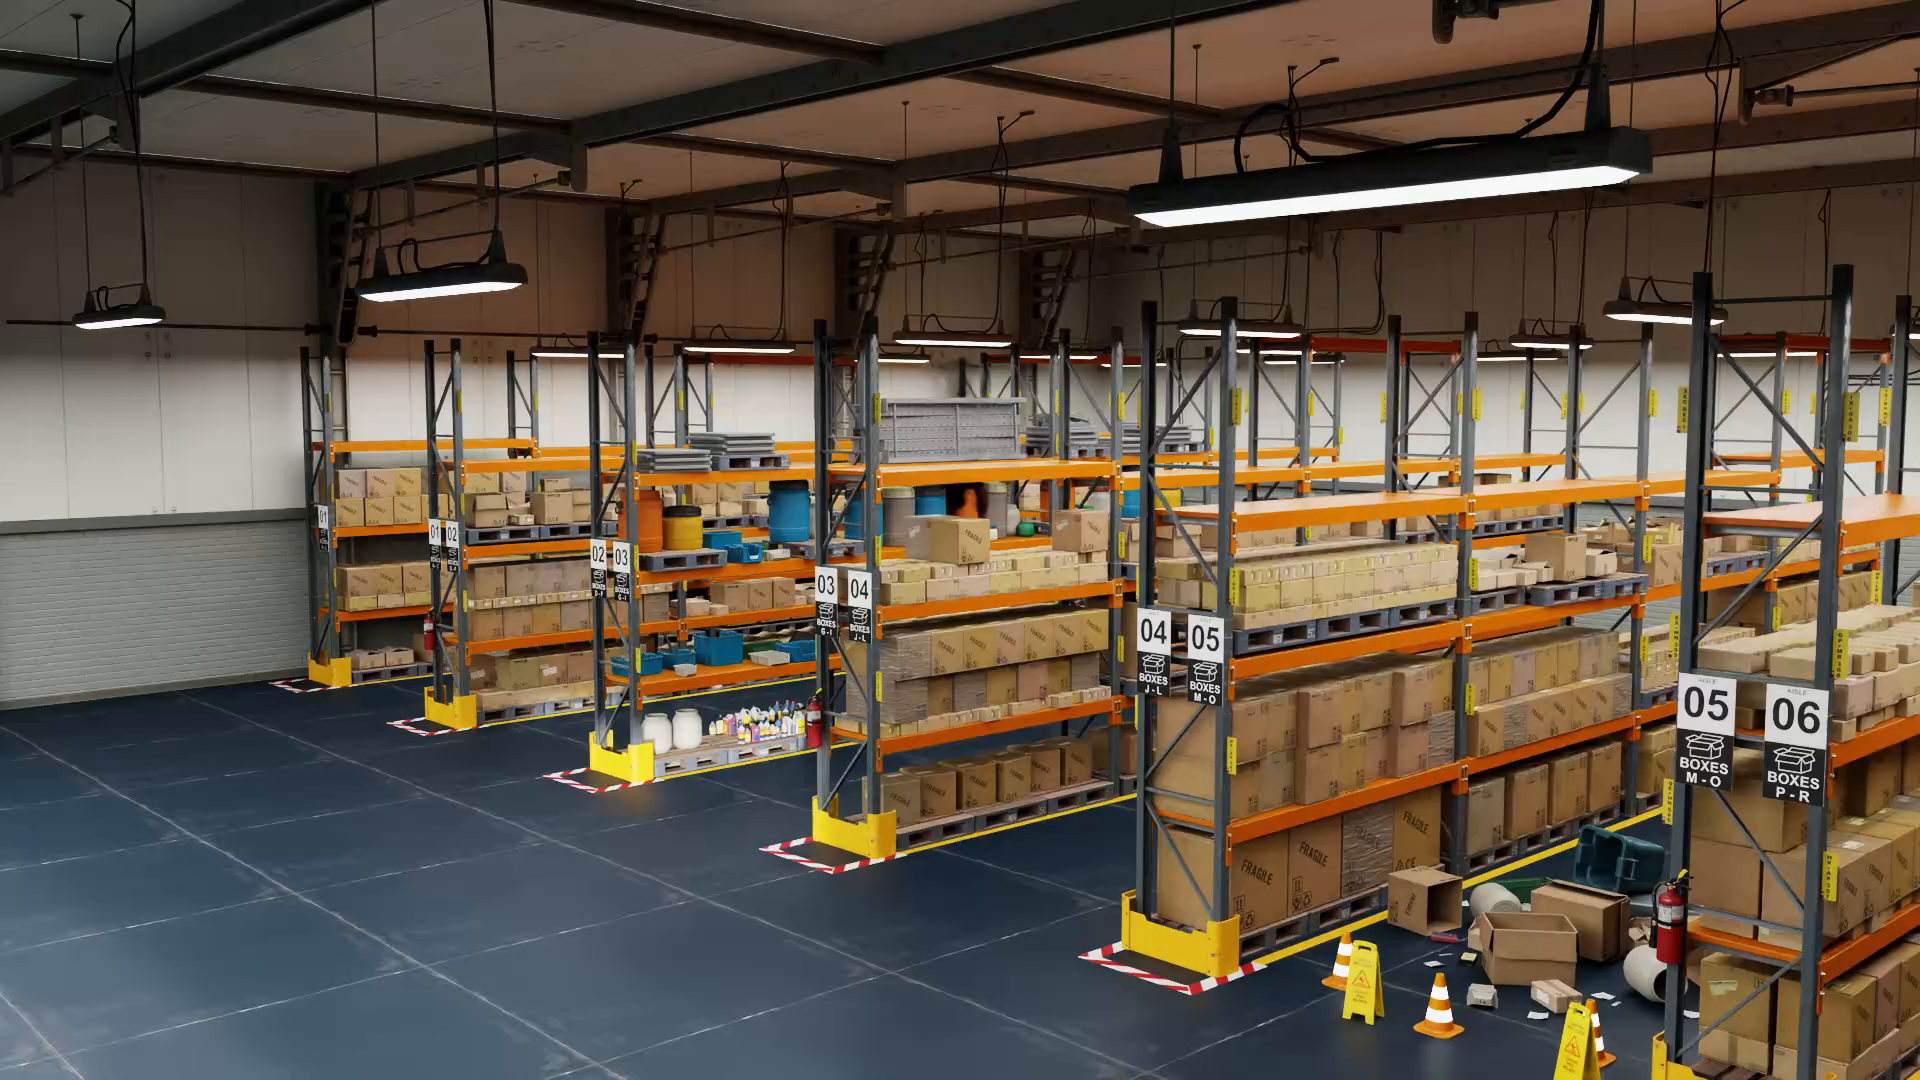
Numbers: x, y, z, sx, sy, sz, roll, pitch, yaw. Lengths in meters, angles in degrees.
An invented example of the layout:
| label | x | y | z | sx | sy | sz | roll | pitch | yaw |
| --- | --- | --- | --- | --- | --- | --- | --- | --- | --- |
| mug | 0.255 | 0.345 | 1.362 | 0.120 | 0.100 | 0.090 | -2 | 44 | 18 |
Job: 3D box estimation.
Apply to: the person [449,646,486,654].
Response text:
| label | x | y | z | sx | sy | sz | roll | pitch | yaw |
| --- | --- | --- | --- | --- | --- | --- | --- | --- | --- |
| person | -8.257 | 1.833 | 27.955 | 0.661 | 1.734 | 0.642 | 3 | 6 | 29 |
